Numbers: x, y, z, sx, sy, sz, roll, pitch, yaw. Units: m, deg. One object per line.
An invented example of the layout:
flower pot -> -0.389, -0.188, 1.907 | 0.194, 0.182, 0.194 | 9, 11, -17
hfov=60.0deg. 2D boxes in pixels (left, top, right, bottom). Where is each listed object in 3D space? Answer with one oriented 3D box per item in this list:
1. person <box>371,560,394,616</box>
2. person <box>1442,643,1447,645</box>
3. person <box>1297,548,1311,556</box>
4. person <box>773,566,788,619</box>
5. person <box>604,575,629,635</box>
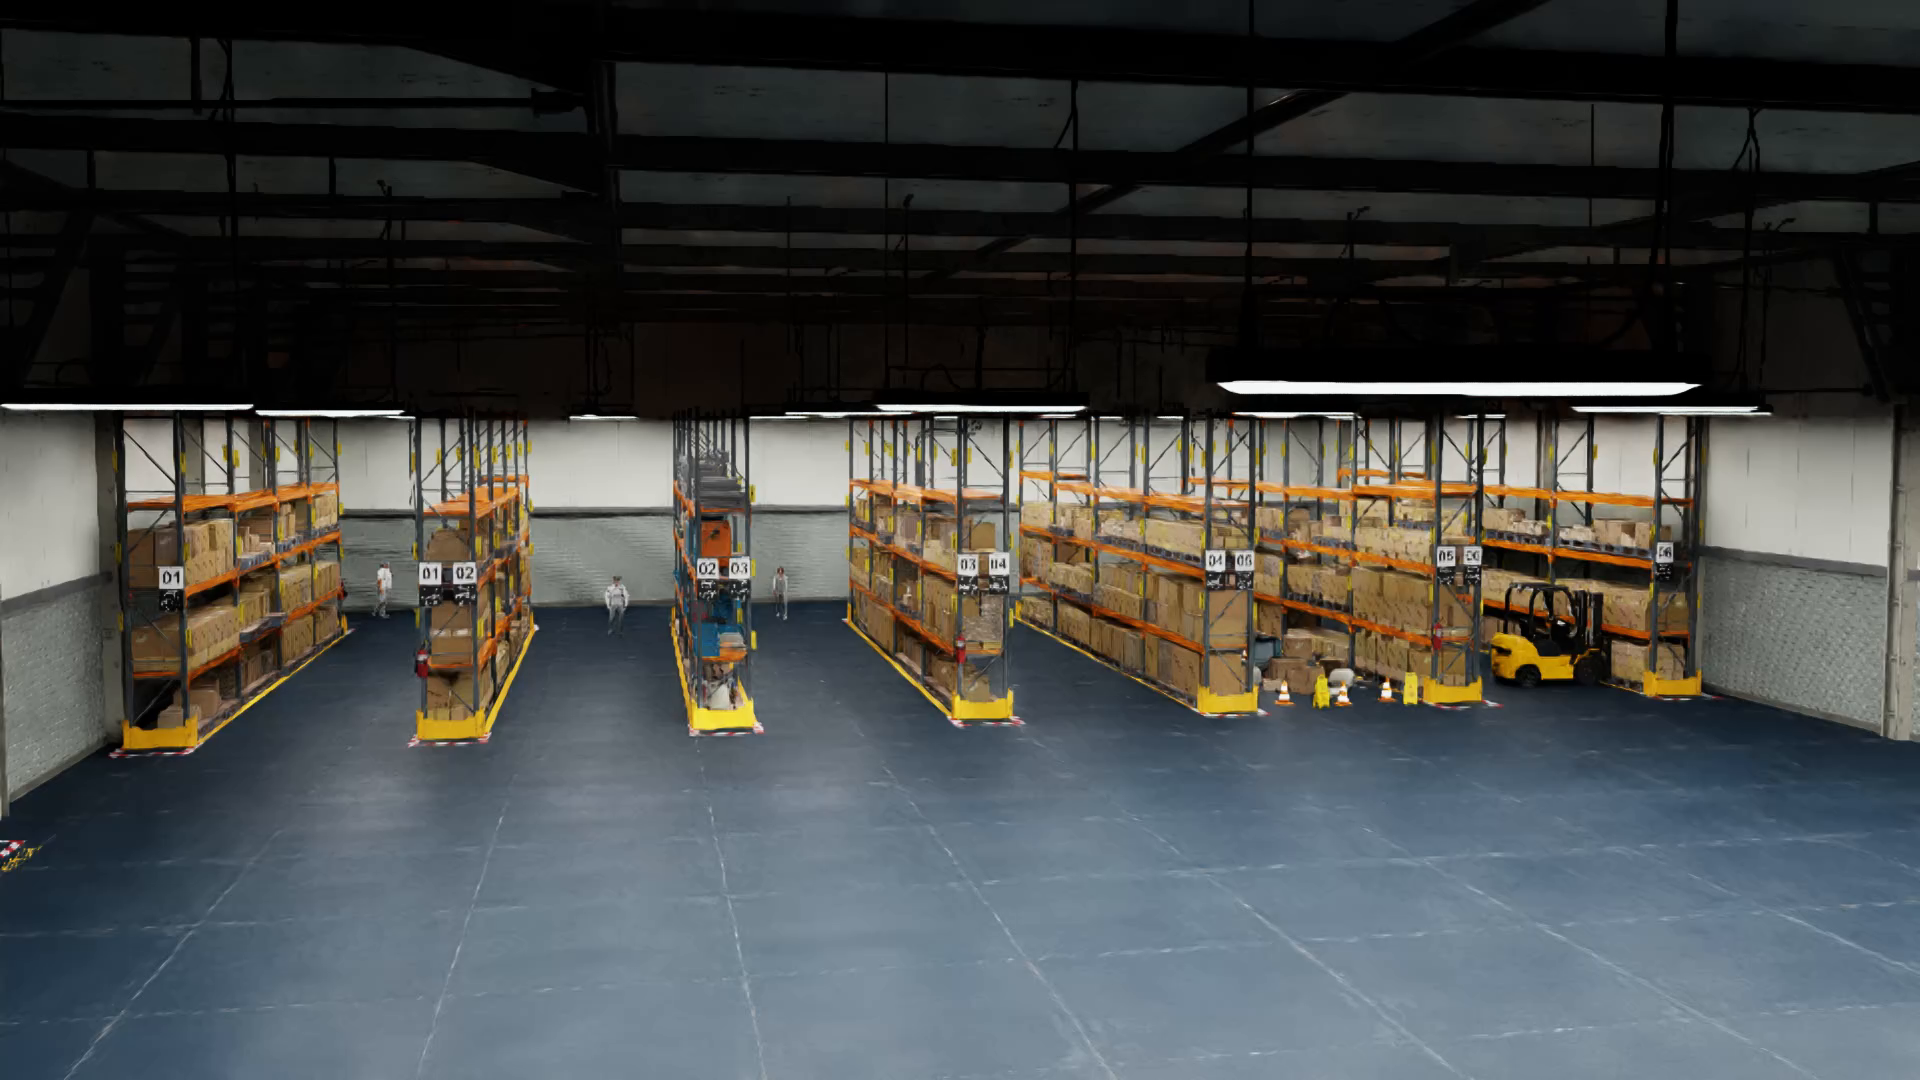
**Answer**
person -> -16.979, 1.417, 48.834 | 0.481, 1.656, 0.656 | 1, 4, 17
person -> 11.853, 1.867, 41.497 | 0.584, 1.782, 0.678 | 1, 4, 14
person -> 11.297, 0.960, 54.373 | 0.702, 1.777, 0.459 | 4, 6, 43
person -> -5.225, 1.528, 48.363 | 0.418, 1.475, 1.035 | -1, 4, -9
person -> -9.218, 1.744, 44.655 | 0.639, 1.627, 0.512 | -1, 4, -13
